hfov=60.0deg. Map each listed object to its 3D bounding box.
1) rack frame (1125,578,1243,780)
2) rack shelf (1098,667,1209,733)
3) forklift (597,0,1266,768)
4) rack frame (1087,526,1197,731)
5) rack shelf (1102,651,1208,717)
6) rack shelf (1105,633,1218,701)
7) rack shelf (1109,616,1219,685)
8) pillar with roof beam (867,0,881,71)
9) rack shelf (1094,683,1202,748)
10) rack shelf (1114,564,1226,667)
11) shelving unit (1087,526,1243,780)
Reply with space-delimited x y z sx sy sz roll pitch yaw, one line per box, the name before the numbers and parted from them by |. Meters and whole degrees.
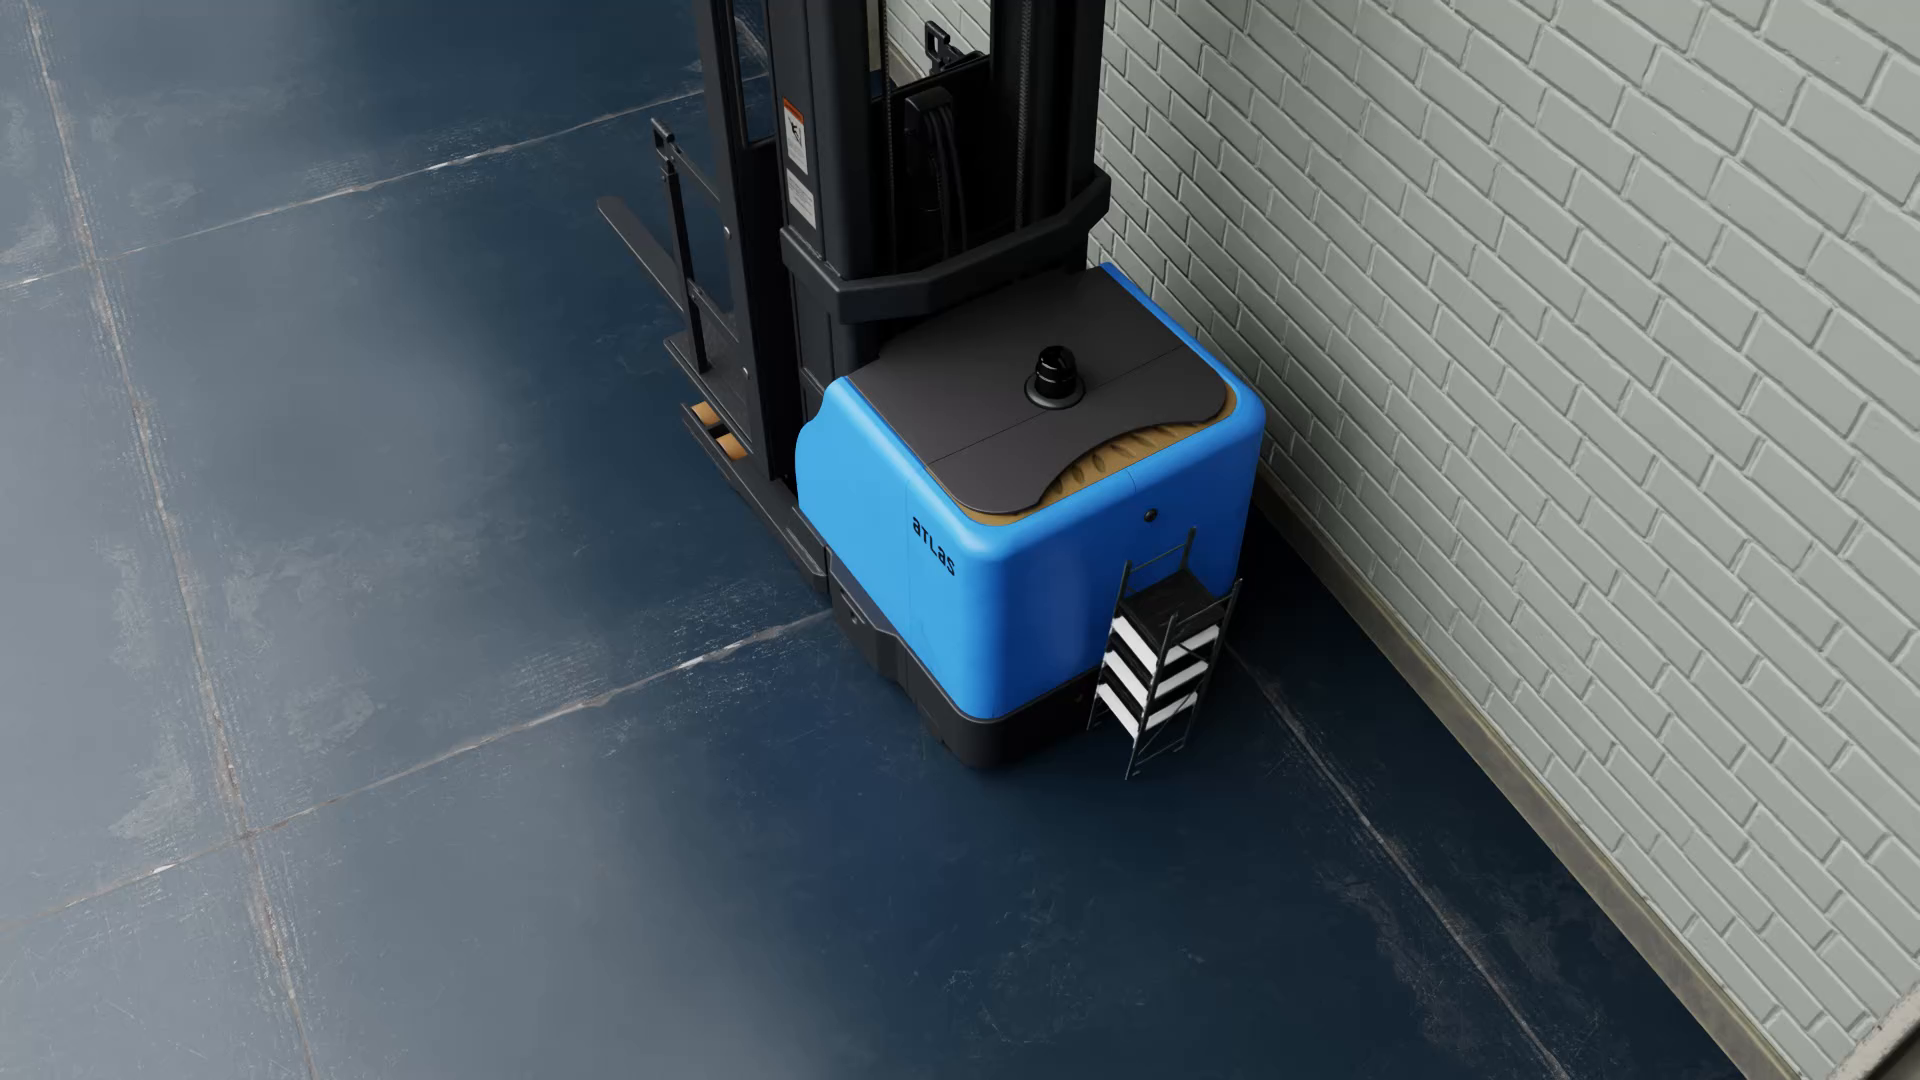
rack frame | 0.634 0.420 4.787 0.240 0.900 0.006 -26 60 -21
rack shelf | 0.572 0.423 4.934 0.258 0.077 0.200 -26 60 -21
forklift | -0.345 -1.362 4.994 1.130 2.935 3.031 -26 54 -21
rack frame | 0.523 0.279 4.883 0.240 0.900 0.006 -26 60 -21
rack shelf | 0.577 0.370 4.862 0.258 0.077 0.200 -26 60 -21
rack shelf | 0.582 0.316 4.789 0.258 0.077 0.200 -26 60 -21
rack shelf | 0.587 0.263 4.717 0.258 0.077 0.200 -26 60 -21
pillar with roof beam | -4.382 -3.747 3.049 9.100 9.000 0.400 -21 52 -18
rack shelf | 0.567 0.476 5.006 0.258 0.077 0.200 -26 60 -21
rack shelf | 0.591 0.210 4.645 0.258 0.077 0.200 -26 60 -21
shelving unit | 0.578 0.350 4.835 0.258 0.900 0.210 -26 60 -21
